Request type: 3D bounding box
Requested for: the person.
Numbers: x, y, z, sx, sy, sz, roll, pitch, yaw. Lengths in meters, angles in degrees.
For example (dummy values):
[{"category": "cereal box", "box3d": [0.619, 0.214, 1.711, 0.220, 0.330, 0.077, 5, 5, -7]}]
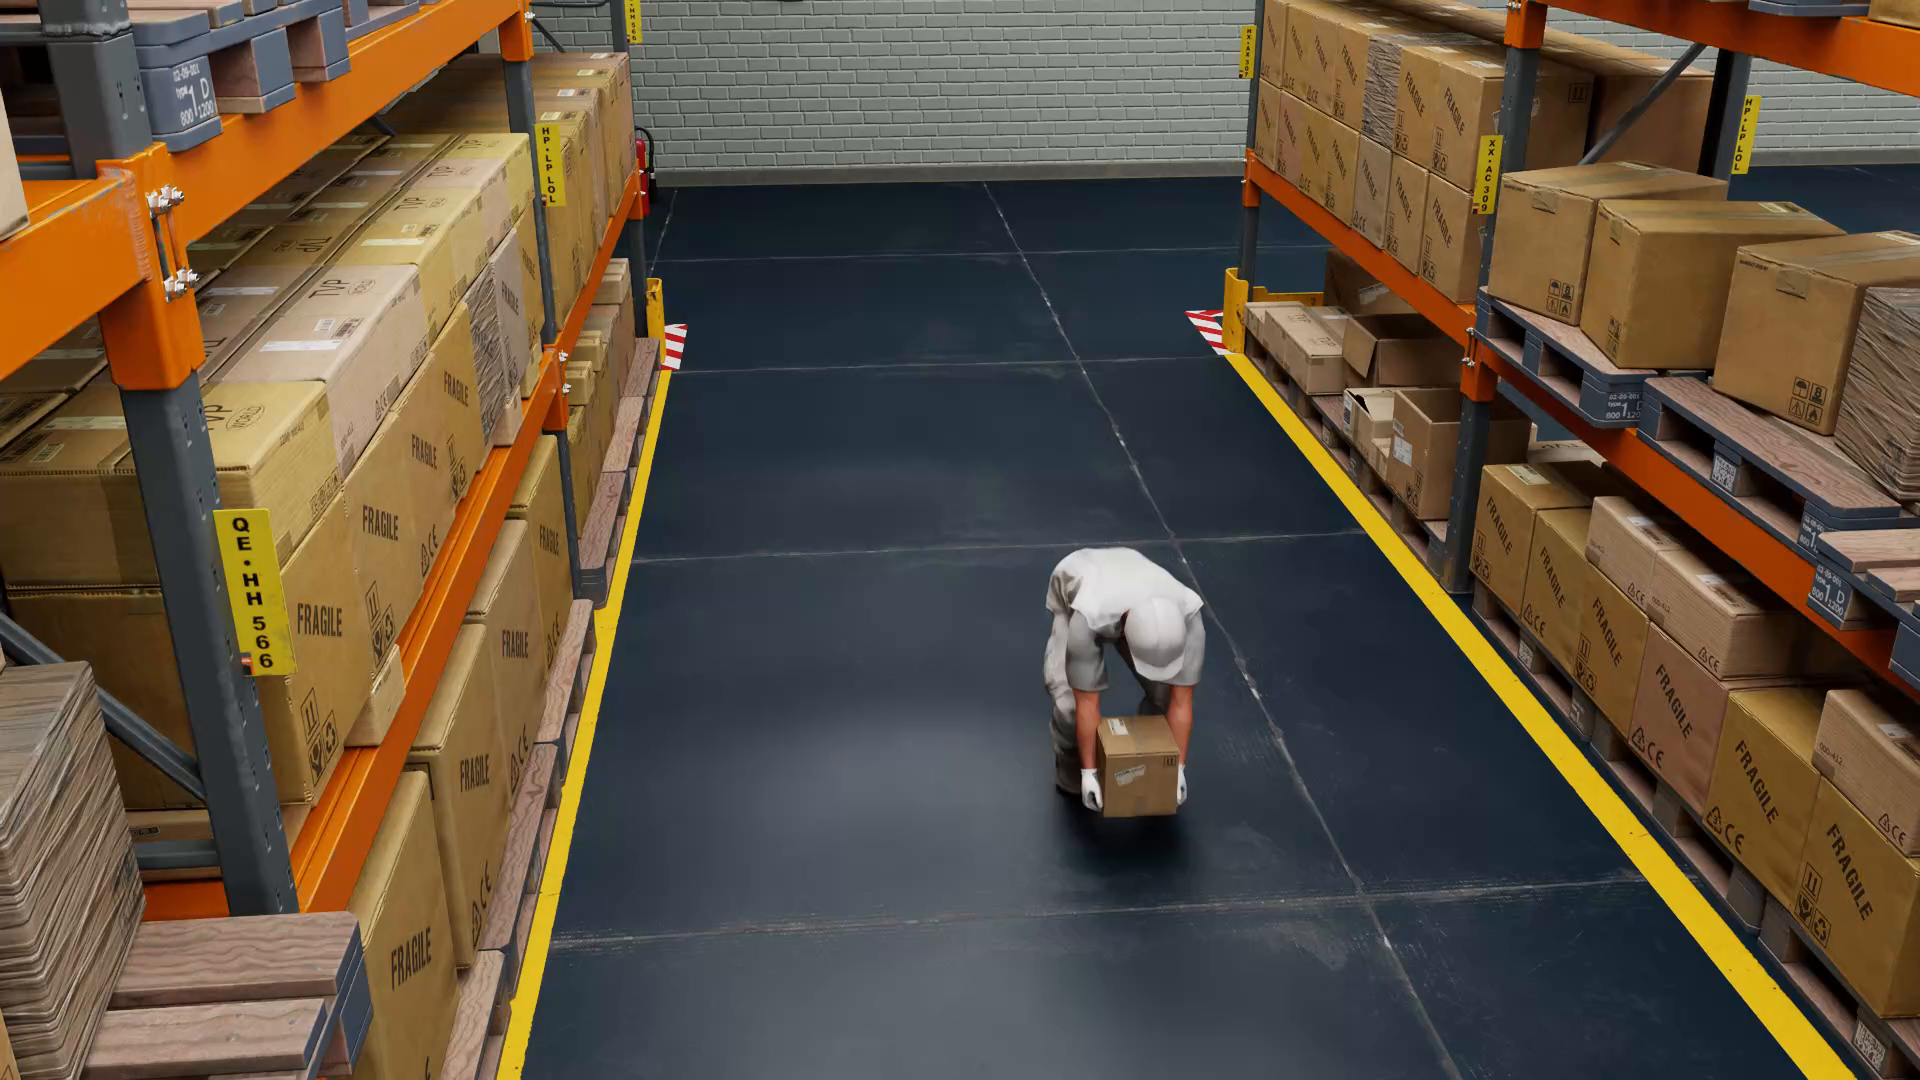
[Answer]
[{"category": "person", "box3d": [0.576, 0.502, 5.924, 0.536, 0.985, 0.946, -3, 24, -7]}]
